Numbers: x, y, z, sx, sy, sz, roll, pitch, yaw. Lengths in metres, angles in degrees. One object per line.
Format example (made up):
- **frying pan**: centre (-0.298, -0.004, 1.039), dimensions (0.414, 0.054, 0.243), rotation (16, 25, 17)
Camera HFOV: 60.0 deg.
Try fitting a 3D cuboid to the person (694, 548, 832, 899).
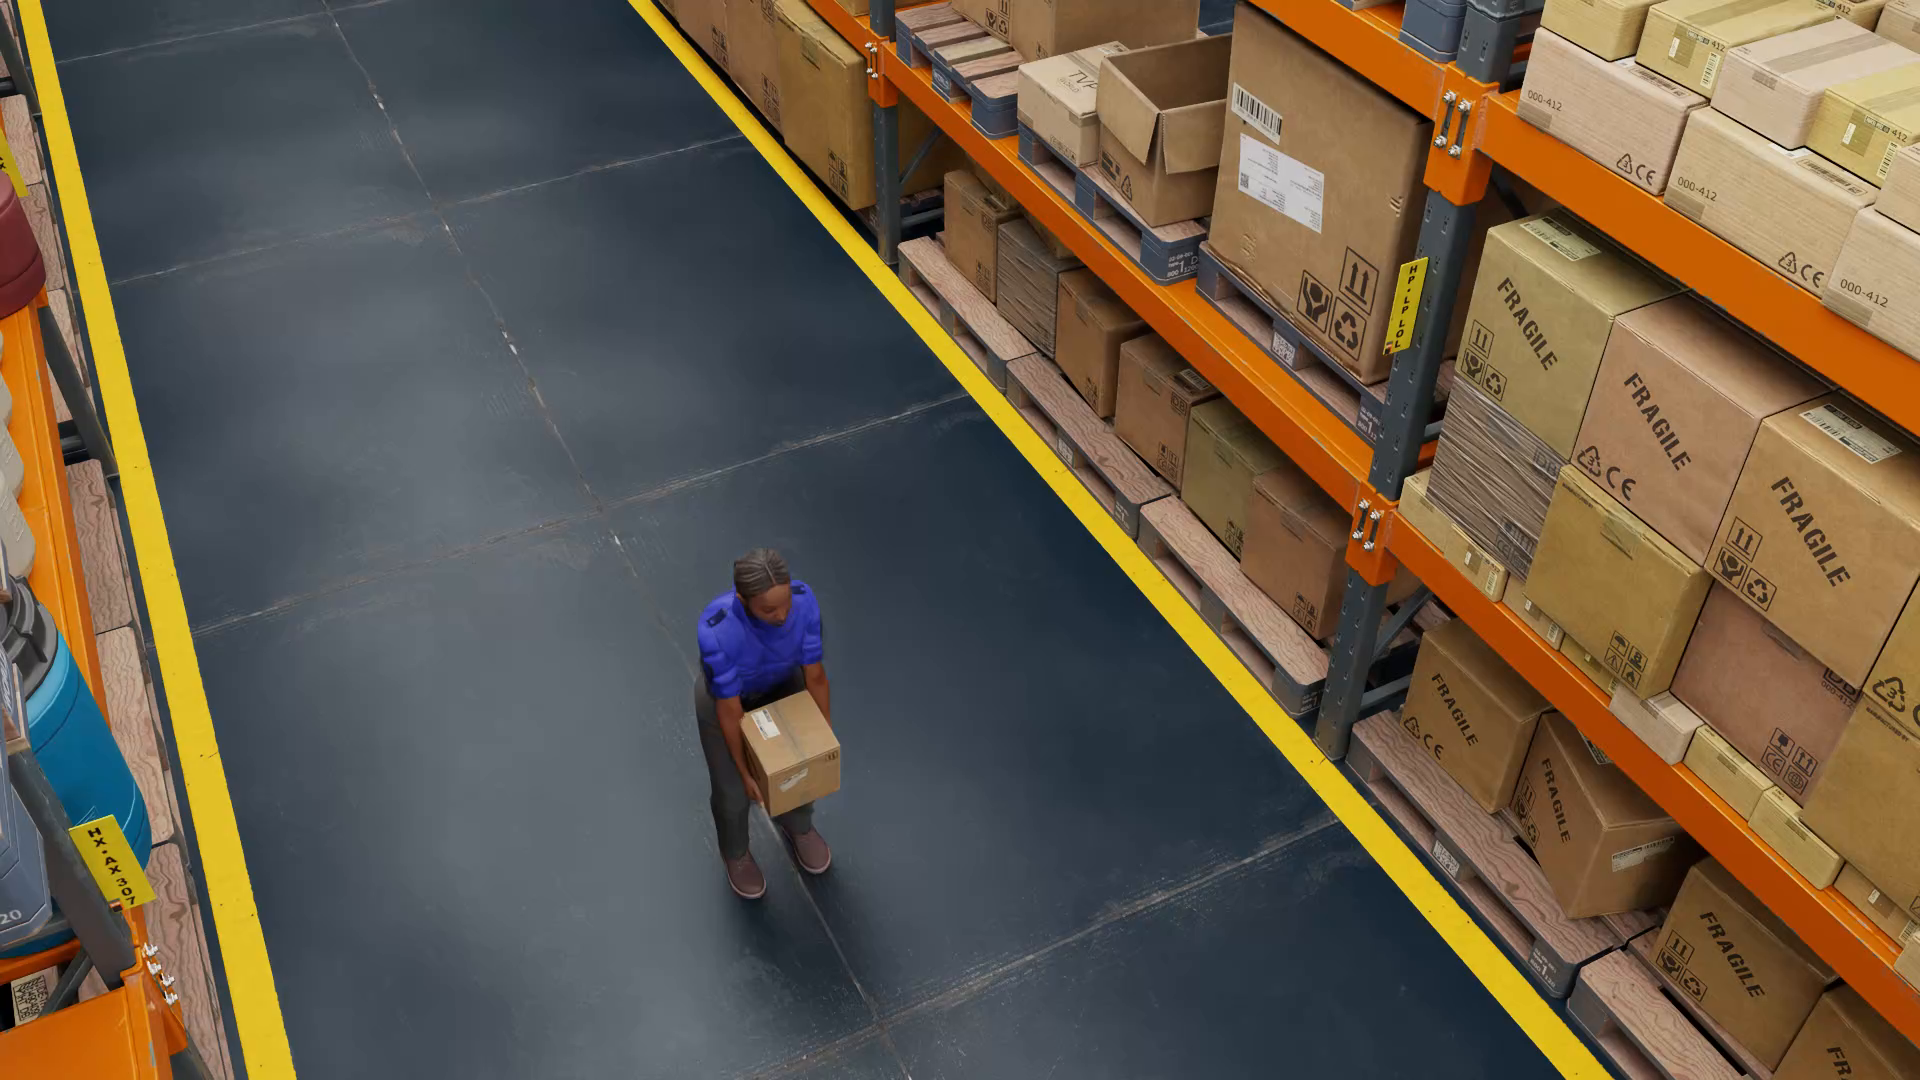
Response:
- **person**: centre (-0.643, 0.610, 5.509), dimensions (0.395, 1.621, 0.552), rotation (-20, 45, -21)
